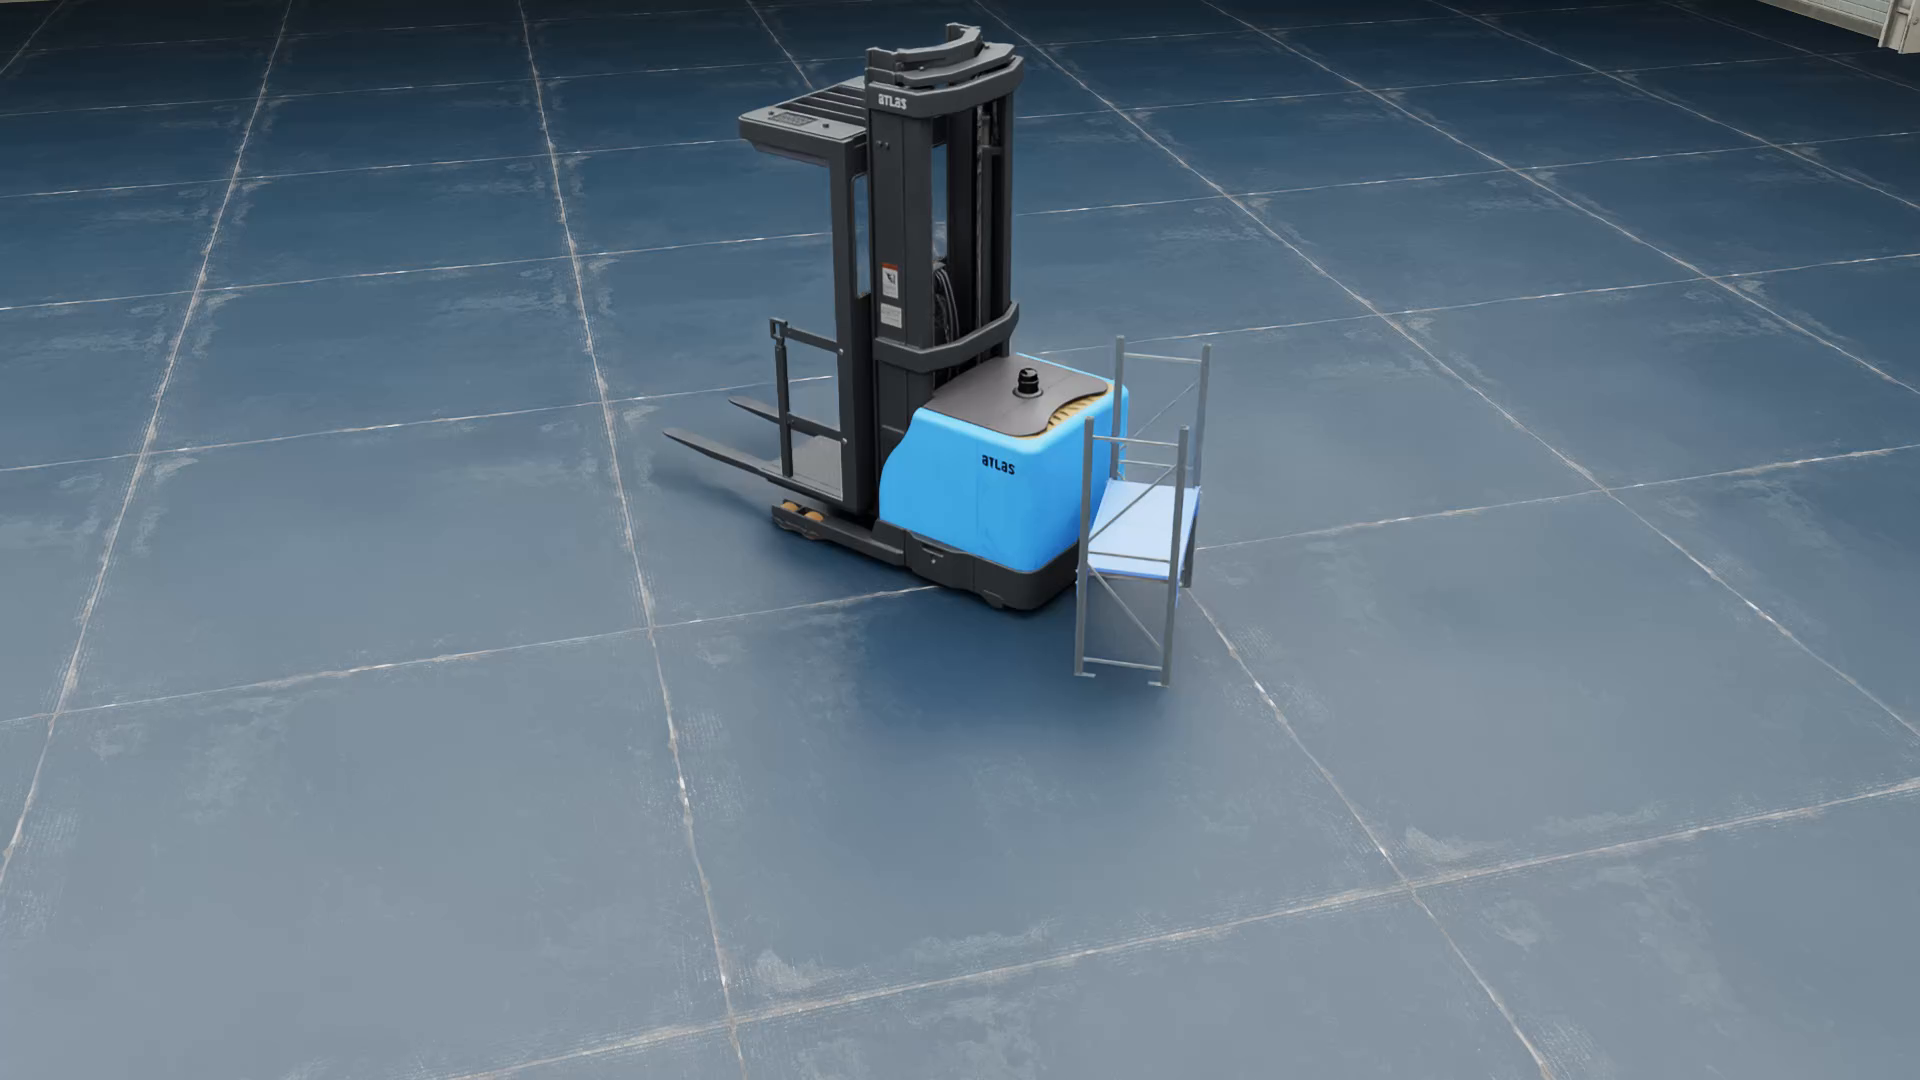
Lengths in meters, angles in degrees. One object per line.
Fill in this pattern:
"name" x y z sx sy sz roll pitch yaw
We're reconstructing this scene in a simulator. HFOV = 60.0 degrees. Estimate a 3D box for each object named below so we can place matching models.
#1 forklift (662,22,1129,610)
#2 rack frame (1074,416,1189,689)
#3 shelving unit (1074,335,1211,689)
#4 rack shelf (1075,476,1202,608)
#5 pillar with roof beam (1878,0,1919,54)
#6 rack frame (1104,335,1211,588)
"forklift" -0.519 -1.462 9.582 3.031 2.935 1.130 20 36 31
"rack frame" 0.846 0.087 8.334 0.500 1.500 0.032 7 31 11
"shelving unit" 0.963 -0.161 8.762 0.538 1.500 1.048 7 31 11
"rack shelf" 0.963 -0.005 8.852 0.538 0.185 1.000 7 31 11
"pillar with roof beam" 7.361 -9.338 17.131 9.100 9.000 0.400 -8 31 -13
"rack frame" 1.080 -0.409 9.190 0.500 1.500 0.032 7 31 11
